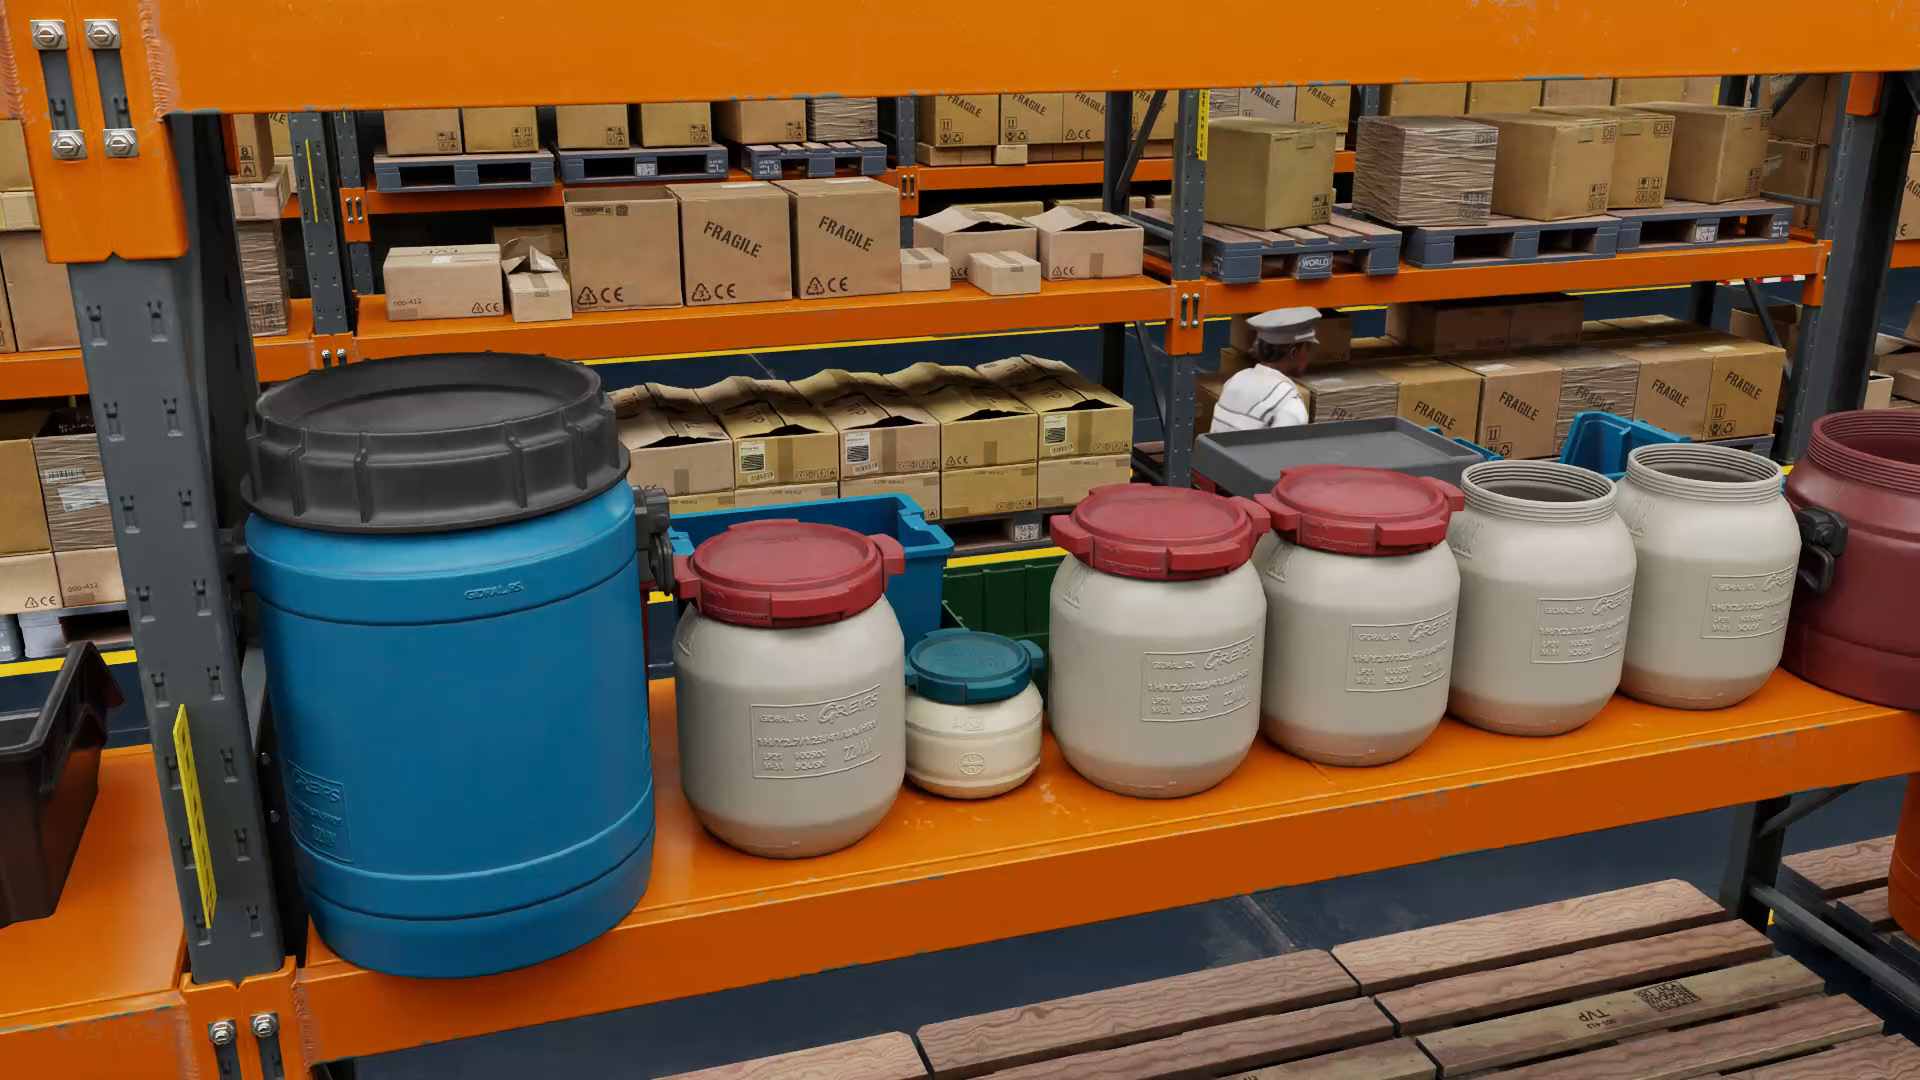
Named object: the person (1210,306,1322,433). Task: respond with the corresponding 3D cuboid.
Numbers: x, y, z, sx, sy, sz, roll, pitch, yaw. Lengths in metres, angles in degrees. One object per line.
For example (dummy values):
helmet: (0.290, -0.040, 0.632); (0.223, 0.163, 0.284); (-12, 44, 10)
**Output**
person: (1.110, -0.021, 6.132); (0.394, 1.656, 0.512); (-7, 21, -19)
